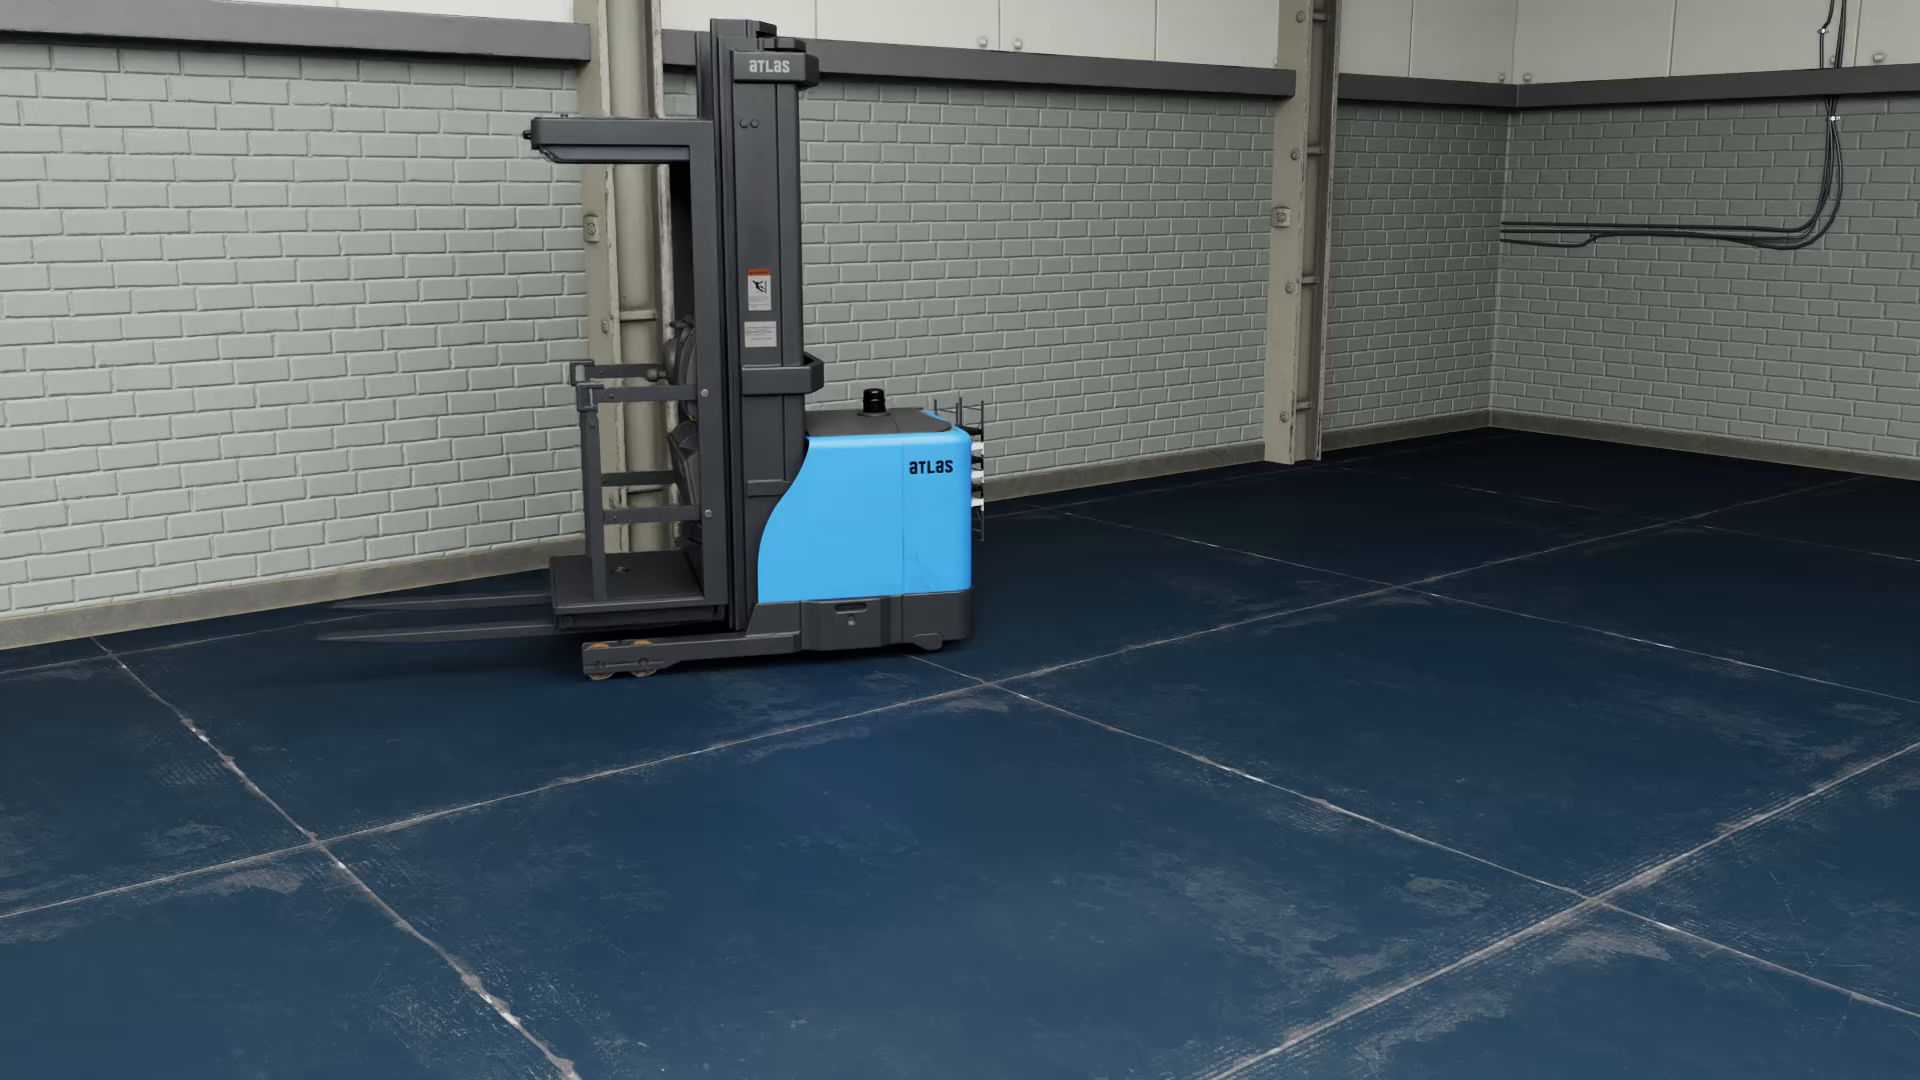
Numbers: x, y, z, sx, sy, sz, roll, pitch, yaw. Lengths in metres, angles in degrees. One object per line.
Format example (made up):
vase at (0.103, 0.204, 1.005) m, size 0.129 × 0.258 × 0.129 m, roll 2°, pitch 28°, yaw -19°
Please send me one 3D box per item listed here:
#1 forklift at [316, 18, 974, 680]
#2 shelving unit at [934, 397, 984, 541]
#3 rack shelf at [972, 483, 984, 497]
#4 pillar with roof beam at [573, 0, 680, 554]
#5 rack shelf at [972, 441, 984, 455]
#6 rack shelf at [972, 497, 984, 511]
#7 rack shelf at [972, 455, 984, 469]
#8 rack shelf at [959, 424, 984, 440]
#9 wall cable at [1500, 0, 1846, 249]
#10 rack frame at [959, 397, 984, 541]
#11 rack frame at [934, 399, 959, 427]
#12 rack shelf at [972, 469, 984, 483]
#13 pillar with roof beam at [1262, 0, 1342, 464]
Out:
forklift at (-1.506, -0.915, 7.879) m, size 3.031 × 2.935 × 1.130 m, roll -3°, pitch 12°, yaw -14°
shelving unit at (-0.006, -0.439, 10.530) m, size 0.210 × 0.900 × 0.258 m, roll -9°, pitch 15°, yaw -38°
rack shelf at (-0.006, -0.318, 10.556) m, size 0.200 × 0.077 × 0.258 m, roll -9°, pitch 15°, yaw -38°
pillar with roof beam at (0.745, -3.589, 5.867) m, size 0.400 × 9.000 × 9.100 m, roll -9°, pitch 15°, yaw -38°
rack shelf at (-0.006, -0.583, 10.500) m, size 0.200 × 0.077 × 0.258 m, roll -9°, pitch 15°, yaw -38°
rack shelf at (-0.006, -0.230, 10.575) m, size 0.200 × 0.077 × 0.258 m, roll -9°, pitch 15°, yaw -38°
rack shelf at (-0.006, -0.495, 10.519) m, size 0.200 × 0.077 × 0.258 m, roll -9°, pitch 15°, yaw -38°
rack shelf at (-0.006, -0.671, 10.481) m, size 0.200 × 0.077 × 0.258 m, roll -9°, pitch 15°, yaw -38°
wall cable at (5.867, -3.715, 13.935) m, size 0.112 × 2.526 × 3.097 m, roll -9°, pitch 15°, yaw -38°
rack frame at (0.073, -0.452, 10.592) m, size 0.006 × 0.900 × 0.240 m, roll -9°, pitch 15°, yaw -38°
rack frame at (-0.086, -0.426, 10.468) m, size 0.006 × 0.900 × 0.240 m, roll -9°, pitch 15°, yaw -38°
rack shelf at (-0.006, -0.407, 10.537) m, size 0.200 × 0.077 × 0.258 m, roll -9°, pitch 15°, yaw -38°
pillar with roof beam at (5.430, -4.368, 9.534) m, size 0.400 × 9.000 × 9.100 m, roll -9°, pitch 15°, yaw -38°
